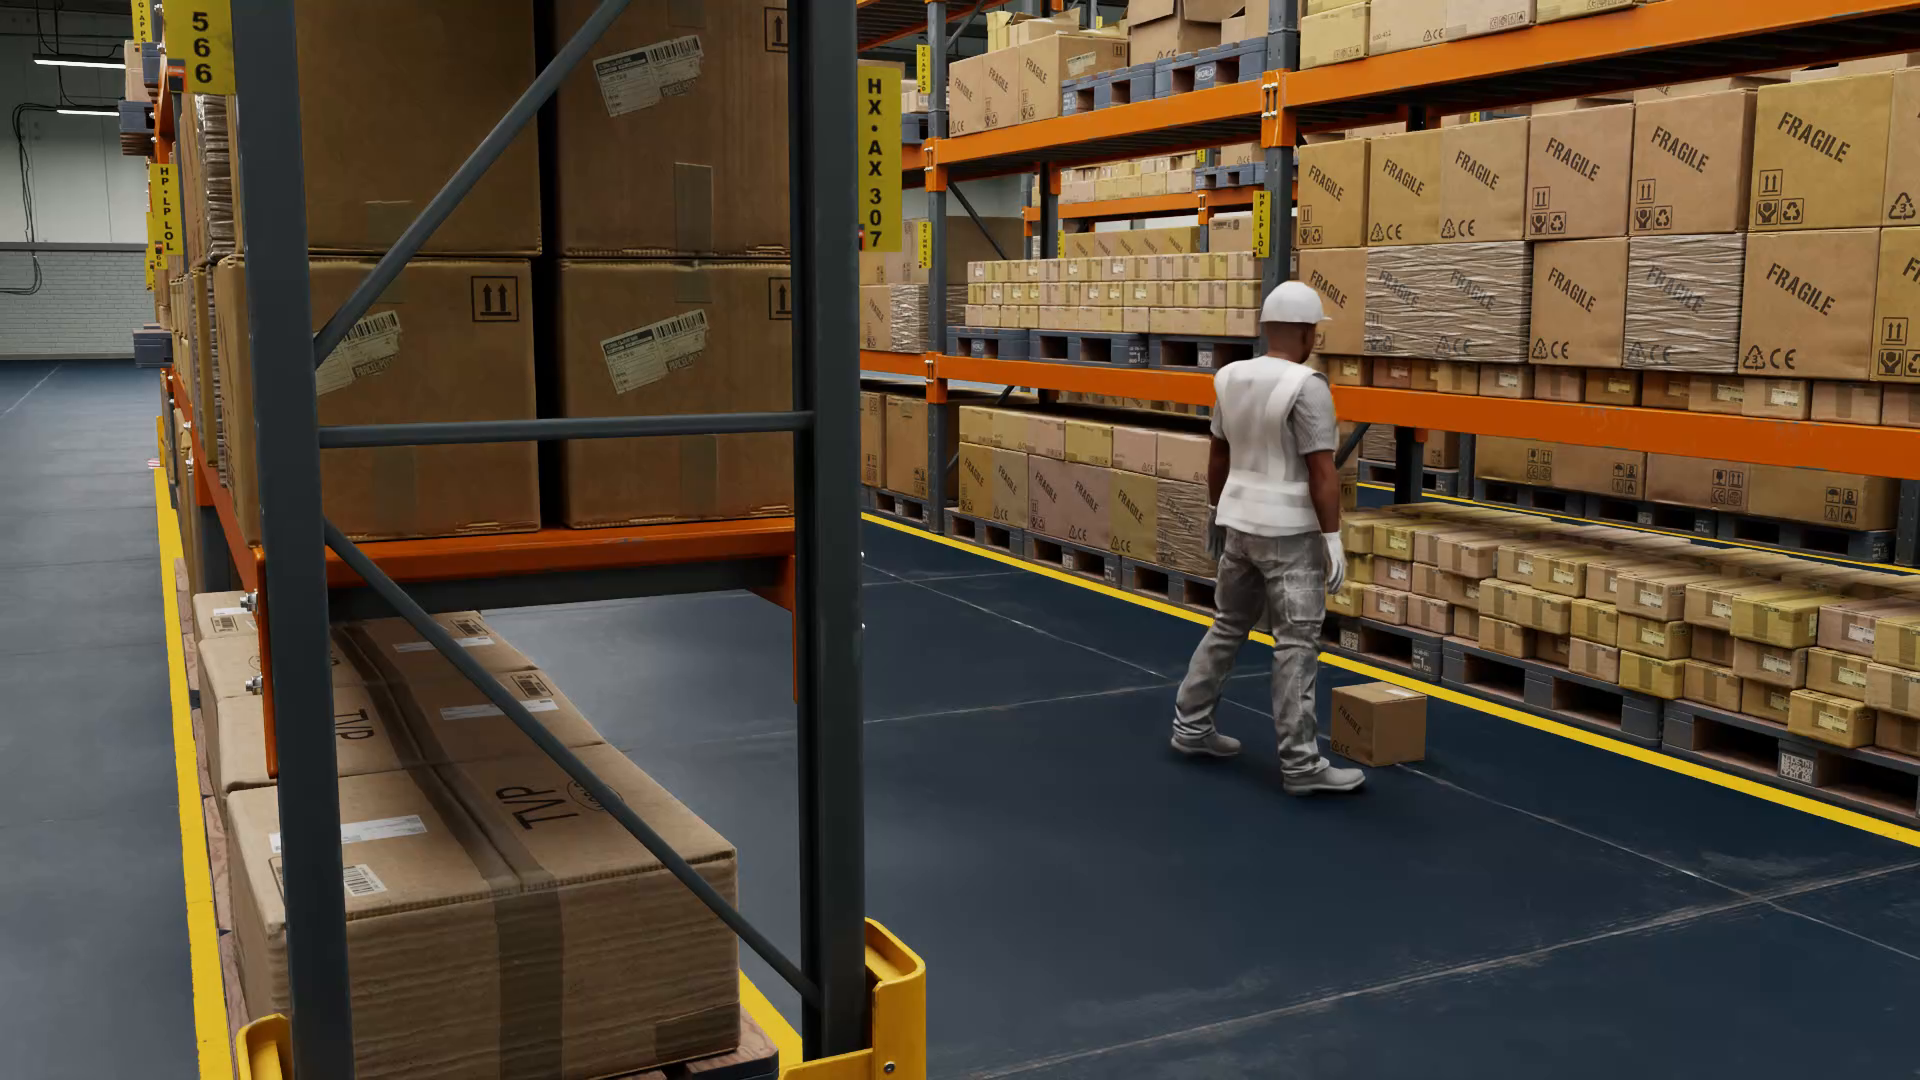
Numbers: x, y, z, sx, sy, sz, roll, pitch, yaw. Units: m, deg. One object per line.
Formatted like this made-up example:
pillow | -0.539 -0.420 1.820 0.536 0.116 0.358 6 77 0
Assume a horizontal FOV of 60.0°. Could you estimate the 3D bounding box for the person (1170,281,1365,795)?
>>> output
person | 1.113 -0.024 5.963 0.428 1.788 0.708 -4 9 -25
